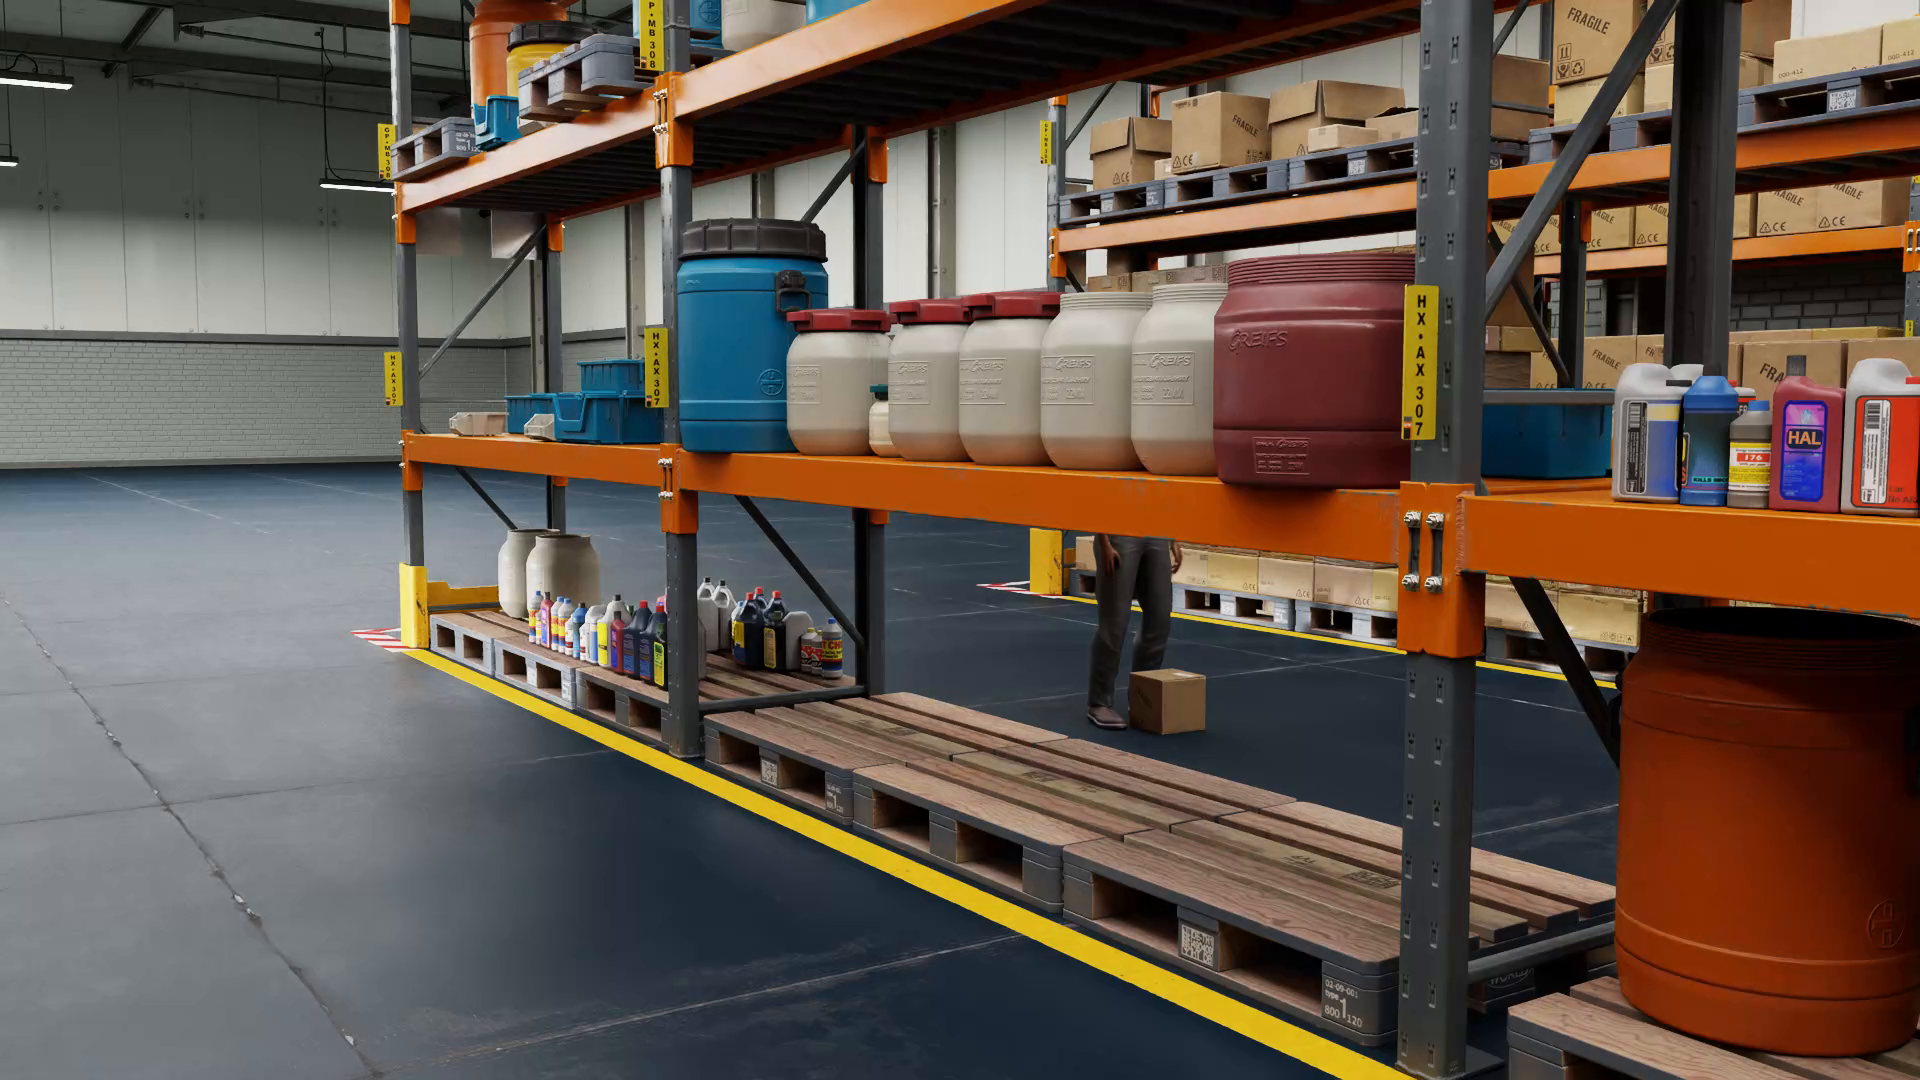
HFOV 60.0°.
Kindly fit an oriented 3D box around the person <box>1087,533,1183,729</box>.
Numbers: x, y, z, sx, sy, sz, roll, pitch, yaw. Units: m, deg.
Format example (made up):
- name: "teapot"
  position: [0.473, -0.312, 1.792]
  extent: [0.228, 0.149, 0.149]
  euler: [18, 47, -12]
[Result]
- name: "person"
  position: [0.820, 0.026, 7.787]
  extent: [0.530, 1.656, 0.346]
  euler: [-4, 6, -36]
